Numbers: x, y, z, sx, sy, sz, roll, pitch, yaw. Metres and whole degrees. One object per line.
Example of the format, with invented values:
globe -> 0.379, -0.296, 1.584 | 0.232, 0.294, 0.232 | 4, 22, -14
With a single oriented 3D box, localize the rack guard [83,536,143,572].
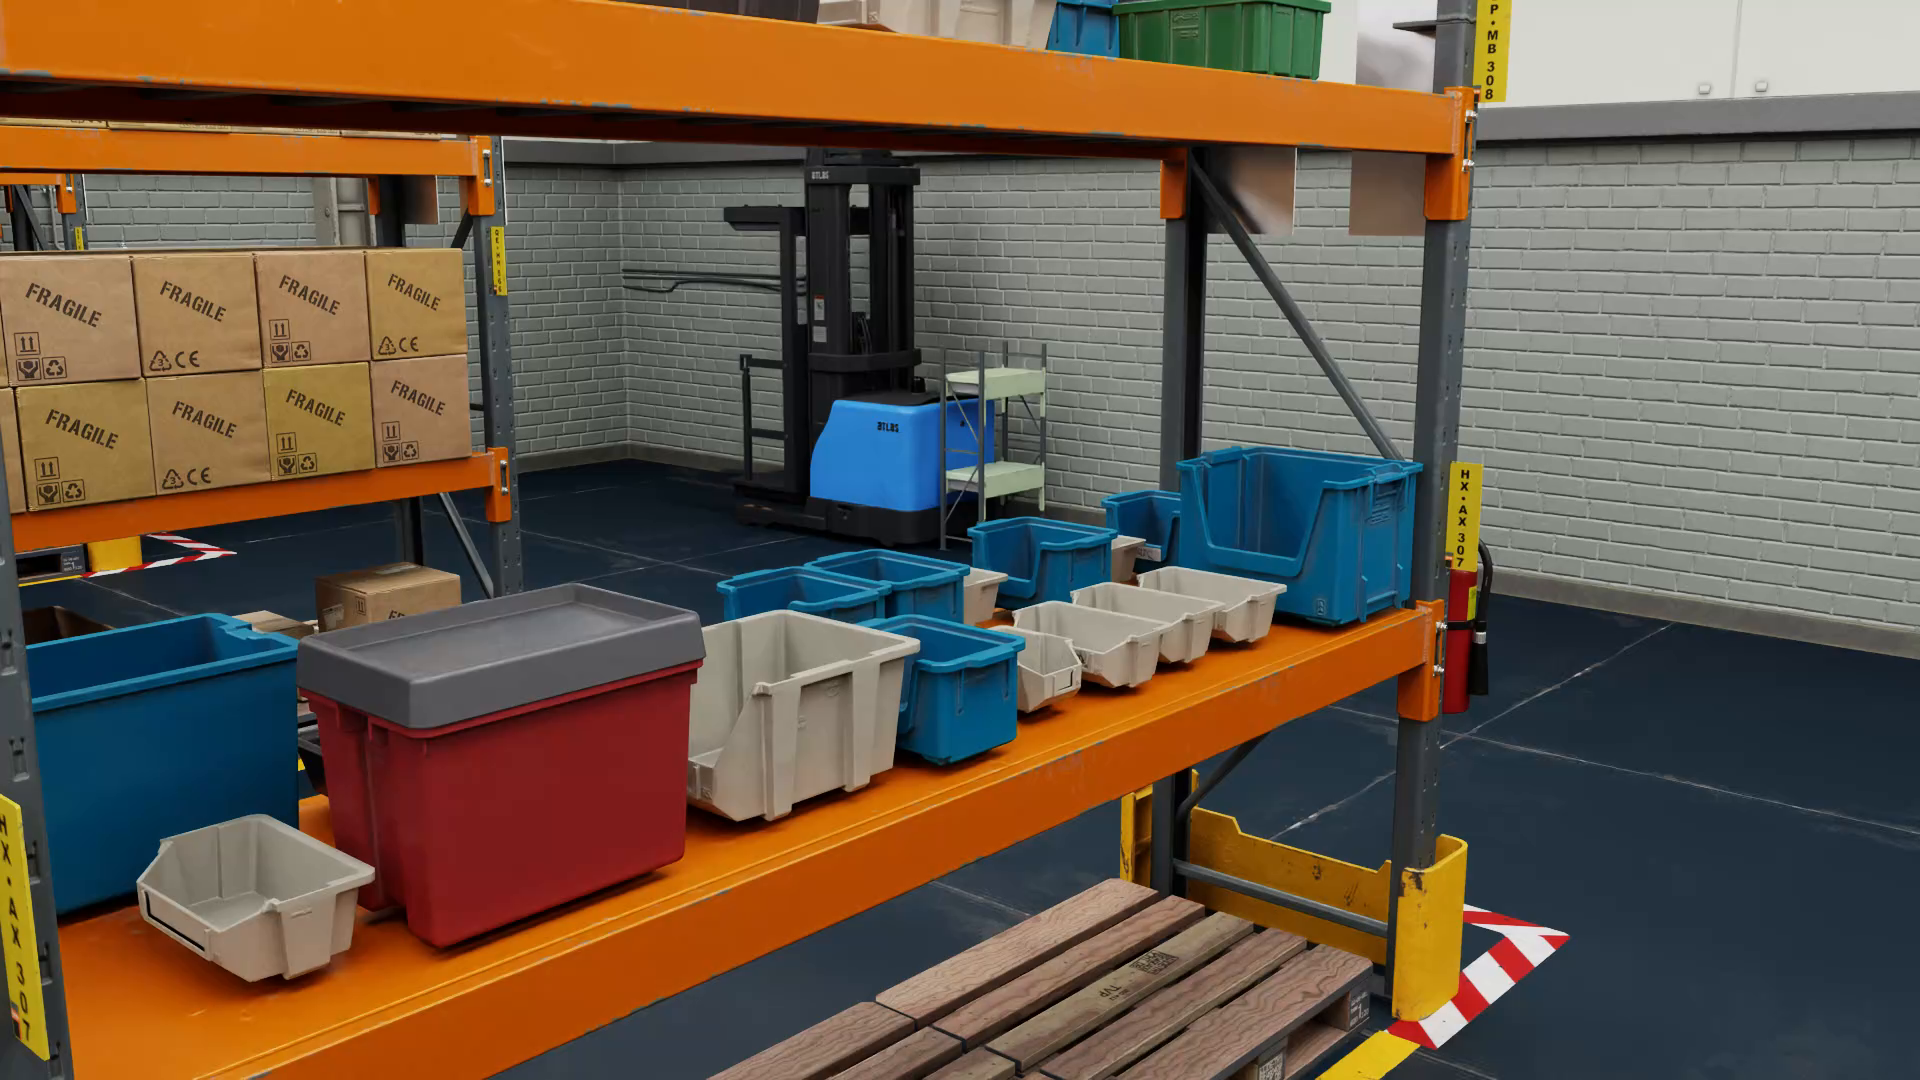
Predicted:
rack guard -> -6.340, -0.117, 12.021 | 1.175, 0.500, 0.348 | 10, 15, 40

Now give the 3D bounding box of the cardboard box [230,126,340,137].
cardboard box -> -3.111, -1.915, 7.365 | 0.500, 0.250, 0.500 | 10, 15, 40

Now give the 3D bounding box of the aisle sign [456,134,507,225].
aisle sign -> -2.357, -1.945, 8.152 | 0.394, 0.787, 0.004 | 10, 15, 40

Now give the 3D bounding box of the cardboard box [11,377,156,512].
cardboard box -> -3.729, -0.424, 6.919 | 0.500, 0.500, 0.500 | 9, 15, 40

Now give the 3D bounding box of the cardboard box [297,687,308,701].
cardboard box -> -3.141, 0.634, 7.989 | 0.380, 0.166, 0.250 | 10, 15, 40

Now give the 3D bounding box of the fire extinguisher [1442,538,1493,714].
fire extinguisher -> 1.527, 0.199, 5.207 | 0.296, 0.674, 0.183 | 10, 15, 40

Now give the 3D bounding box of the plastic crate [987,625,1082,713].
plastic crate -> 0.135, 0.316, 3.992 | 0.298, 0.136, 0.250 | 10, 15, 40

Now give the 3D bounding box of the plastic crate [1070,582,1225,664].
plastic crate -> 0.482, 0.226, 4.444 | 0.396, 0.136, 0.243 | 10, 15, 40

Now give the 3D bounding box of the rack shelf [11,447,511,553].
rack shelf -> -3.952, -0.052, 7.152 | 1.077, 0.370, 4.000 | 10, 15, 40

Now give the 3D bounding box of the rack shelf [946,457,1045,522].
rack shelf -> 0.250, -0.374, 12.420 | 0.431, 0.370, 0.720 | 9, 15, 39

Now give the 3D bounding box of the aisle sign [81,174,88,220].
aisle sign -> -6.083, -2.586, 11.363 | 0.394, 0.787, 0.004 | 10, 15, 40

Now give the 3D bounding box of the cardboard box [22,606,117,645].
cardboard box -> -4.036, 0.620, 7.197 | 0.797, 0.503, 0.637 | 10, 15, 40

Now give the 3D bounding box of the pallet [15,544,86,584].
pallet -> -6.825, 0.156, 11.392 | 1.003, 0.211, 1.213 | 10, 15, 40

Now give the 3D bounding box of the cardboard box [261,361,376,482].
cardboard box -> -3.063, -0.571, 7.654 | 0.500, 0.500, 0.500 | 10, 15, 41

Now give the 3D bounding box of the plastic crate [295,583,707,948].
plastic crate -> -0.776, 0.370, 2.882 | 0.402, 0.464, 0.583 | 10, 15, 40

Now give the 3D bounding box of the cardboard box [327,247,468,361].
cardboard box -> -2.719, -1.138, 7.941 | 0.500, 0.500, 0.500 | 10, 15, 40

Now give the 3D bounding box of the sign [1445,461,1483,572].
sign -> 1.510, -0.070, 4.985 | 0.100, 0.325, 0.005 | 10, 15, 40

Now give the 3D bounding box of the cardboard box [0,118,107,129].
cardboard box -> -3.774, -1.768, 6.631 | 0.500, 0.250, 0.500 | 10, 15, 40

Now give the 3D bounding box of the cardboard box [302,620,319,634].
cardboard box -> -3.332, 0.528, 8.519 | 0.380, 0.166, 0.250 | 10, 15, 40

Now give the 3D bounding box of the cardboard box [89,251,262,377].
cardboard box -> -3.391, -0.986, 7.184 | 0.500, 0.500, 0.500 | 10, 15, 42

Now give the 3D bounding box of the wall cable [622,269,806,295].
wall cable -> -2.354, -3.544, 15.410 | 3.097, 2.526, 0.112 | 10, 15, 40

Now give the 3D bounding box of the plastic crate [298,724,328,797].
plastic crate -> -1.017, 0.436, 3.419 | 0.437, 0.125, 0.590 | 10, 15, 40

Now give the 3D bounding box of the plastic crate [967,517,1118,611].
plastic crate -> 0.241, 0.085, 4.902 | 0.416, 0.233, 0.300 | 10, 15, 40

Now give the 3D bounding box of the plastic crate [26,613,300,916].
plastic crate -> -1.502, 0.396, 2.959 | 0.392, 0.384, 0.575 | 10, 15, 40

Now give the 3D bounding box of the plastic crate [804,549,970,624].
plastic crate -> -0.193, 0.182, 4.417 | 0.416, 0.233, 0.300 | 10, 15, 40

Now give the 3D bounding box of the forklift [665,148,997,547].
forklift -> -1.160, -1.601, 13.244 | 3.031, 2.935, 1.130 | 10, 15, 40

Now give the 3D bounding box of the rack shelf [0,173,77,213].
rack shelf -> -7.676, -2.163, 10.062 | 1.077, 0.370, 4.000 | 10, 15, 40

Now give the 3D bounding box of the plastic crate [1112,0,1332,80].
plastic crate -> 0.650, -1.243, 4.161 | 0.450, 0.188, 0.336 | 10, 15, 40

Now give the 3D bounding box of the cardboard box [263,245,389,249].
cardboard box -> -3.123, -1.208, 8.291 | 0.500, 0.500, 0.500 | 10, 15, 42

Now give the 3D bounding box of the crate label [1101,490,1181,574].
crate label -> 0.676, -0.012, 5.387 | 0.416, 0.233, 0.303 | 10, 15, 40

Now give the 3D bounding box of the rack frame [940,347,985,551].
rack frame -> 0.015, -0.639, 12.081 | 0.400, 1.500, 0.023 | 9, 15, 39

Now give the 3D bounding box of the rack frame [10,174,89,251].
rack frame -> -6.356, -1.339, 11.759 | 1.000, 3.000, 0.127 | 10, 15, 40

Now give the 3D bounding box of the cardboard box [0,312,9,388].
cardboard box -> -4.070, -0.835, 6.424 | 0.500, 0.500, 0.500 | 9, 15, 39

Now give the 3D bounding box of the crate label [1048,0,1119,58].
crate label -> 0.235, -1.363, 4.596 | 0.408, 0.251, 0.502 | 10, 15, 40

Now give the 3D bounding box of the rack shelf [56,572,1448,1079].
rack shelf -> -0.234, 0.589, 3.943 | 1.077, 0.370, 4.000 | 10, 15, 40

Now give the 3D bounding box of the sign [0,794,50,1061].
sign -> -1.142, 0.466, 2.015 | 0.100, 0.325, 0.005 | 10, 15, 40

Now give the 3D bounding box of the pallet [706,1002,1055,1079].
pallet -> -0.293, 1.604, 4.142 | 1.003, 0.211, 1.213 | 10, 15, 40

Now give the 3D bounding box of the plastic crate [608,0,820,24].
plastic crate -> -0.528, -1.024, 2.856 | 0.497, 0.269, 0.590 | 10, 15, 40

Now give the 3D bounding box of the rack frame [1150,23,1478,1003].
rack frame -> 1.086, -0.058, 5.346 | 1.000, 3.000, 0.127 | 10, 15, 40

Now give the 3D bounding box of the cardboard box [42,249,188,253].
cardboard box -> -3.796, -1.057, 7.536 | 0.500, 0.500, 0.500 | 10, 15, 41

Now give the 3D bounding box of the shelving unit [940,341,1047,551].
shelving unit -> 0.250, -0.694, 12.356 | 0.431, 1.500, 0.755 | 9, 15, 39

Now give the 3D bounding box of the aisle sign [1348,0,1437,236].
aisle sign -> 1.354, -1.306, 4.954 | 0.394, 0.787, 0.004 | 10, 15, 40
